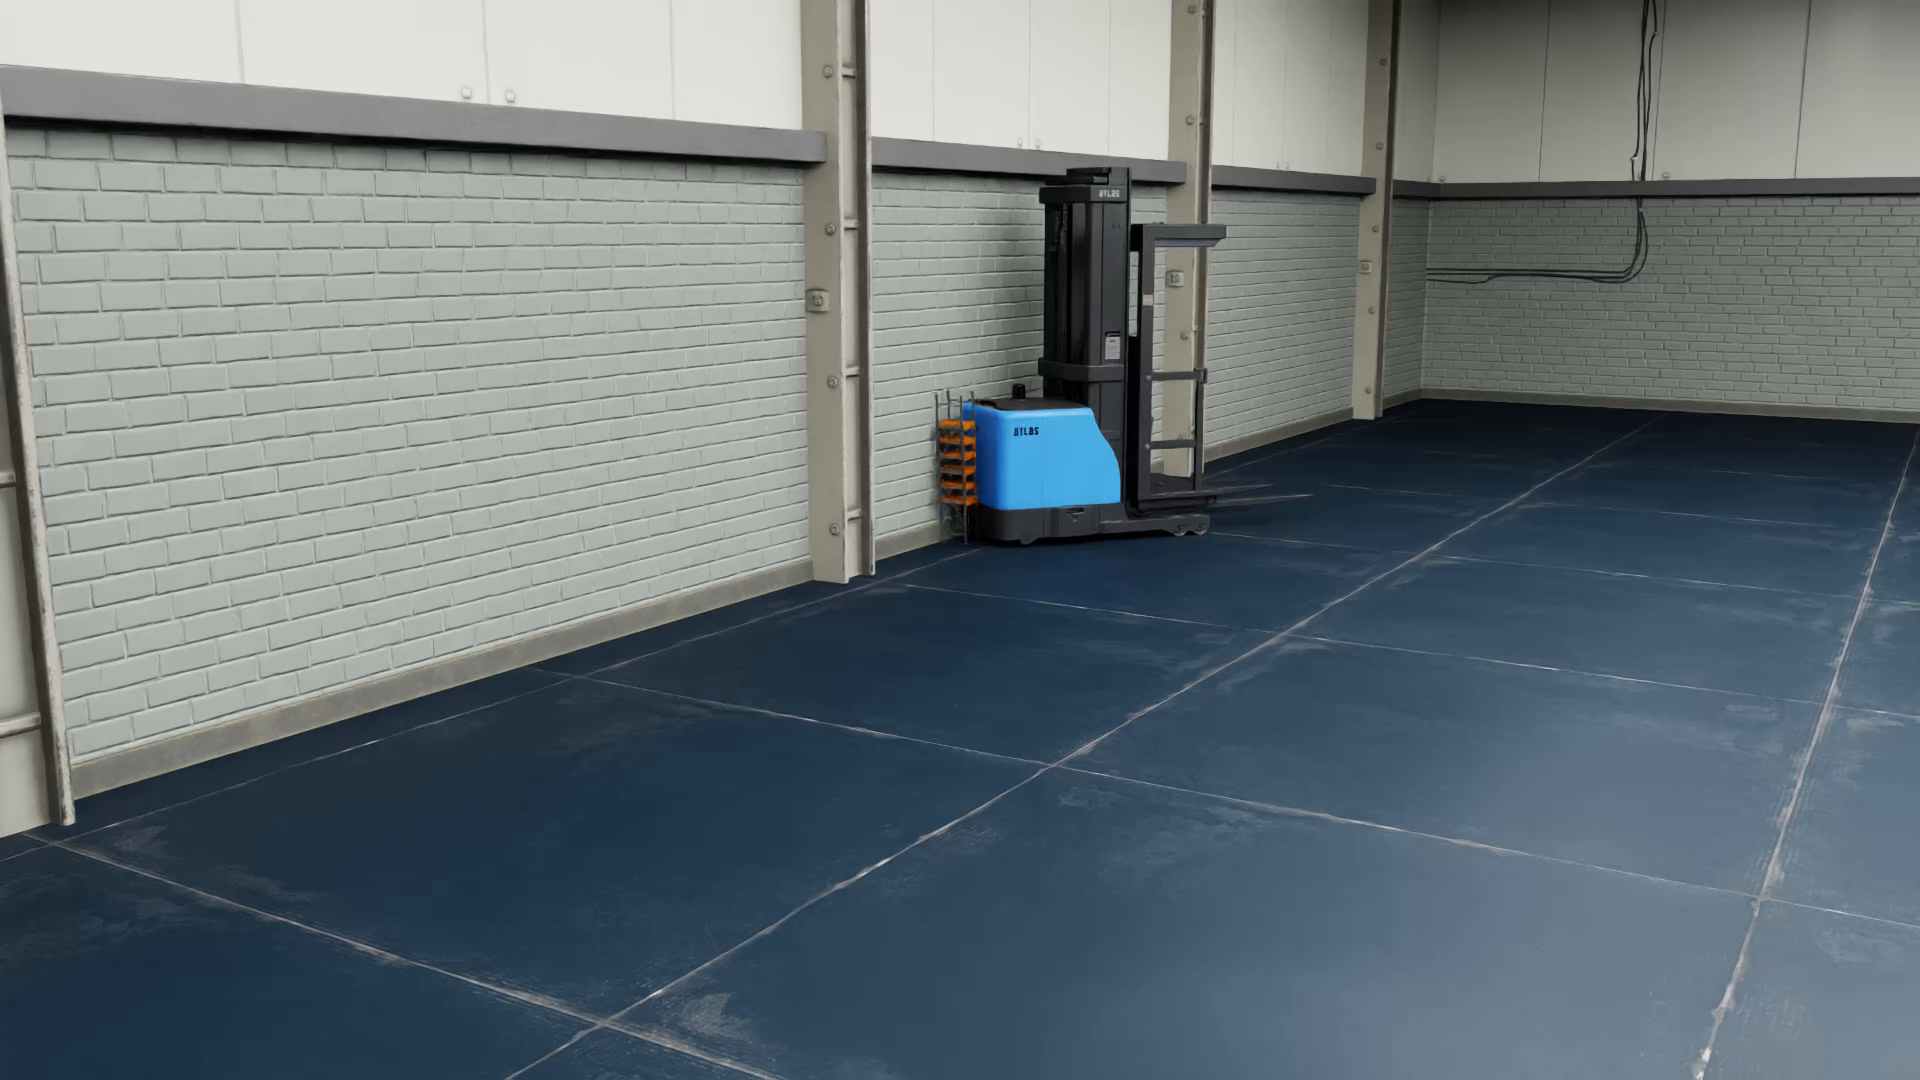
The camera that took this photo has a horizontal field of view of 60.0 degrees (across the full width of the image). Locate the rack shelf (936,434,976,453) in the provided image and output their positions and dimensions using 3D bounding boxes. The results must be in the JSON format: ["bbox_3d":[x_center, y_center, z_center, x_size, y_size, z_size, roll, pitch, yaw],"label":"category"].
[{"bbox_3d":[-0.030,-0.761,13.074,0.258,0.103,0.180,6,17,29],"label":"rack shelf"}]

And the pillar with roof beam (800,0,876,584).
[{"bbox_3d":[2.836,-3.749,8.940,9.100,9.000,0.400,6,12,31],"label":"pillar with roof beam"}]

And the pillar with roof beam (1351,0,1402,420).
[{"bbox_3d":[9.066,-5.636,19.021,9.100,9.000,0.400,6,12,31],"label":"pillar with roof beam"}]

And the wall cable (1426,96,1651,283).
[{"bbox_3d":[8.047,-4.858,23.303,3.097,2.526,0.112,6,12,31],"label":"wall cable"}]

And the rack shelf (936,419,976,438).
[{"bbox_3d":[-0.035,-0.877,13.044,0.258,0.103,0.180,6,17,29],"label":"rack shelf"}]

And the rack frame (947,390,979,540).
[{"bbox_3d":[0.022,-0.593,13.199,0.240,1.200,0.006,6,17,29],"label":"rack frame"}]

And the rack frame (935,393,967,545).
[{"bbox_3d":[-0.068,-0.550,13.046,0.240,1.200,0.006,6,17,29],"label":"rack frame"}]

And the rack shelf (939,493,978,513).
[{"bbox_3d":[-0.013,-0.296,13.194,0.258,0.103,0.180,6,17,29],"label":"rack shelf"}]

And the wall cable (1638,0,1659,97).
[{"bbox_3d":[10.359,-7.082,21.458,3.097,2.526,0.112,6,12,31],"label":"wall cable"}]

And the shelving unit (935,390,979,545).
[{"bbox_3d":[-0.023,-0.571,13.123,0.258,1.200,0.189,6,17,29],"label":"shelving unit"}]

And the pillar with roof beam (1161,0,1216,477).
[{"bbox_3d":[5.951,-4.693,13.980,9.100,9.000,0.400,6,12,31],"label":"pillar with roof beam"}]

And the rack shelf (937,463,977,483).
[{"bbox_3d":[-0.022,-0.528,13.134,0.258,0.103,0.180,6,17,29],"label":"rack shelf"}]

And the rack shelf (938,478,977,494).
[{"bbox_3d":[-0.017,-0.412,13.164,0.258,0.103,0.180,6,17,29],"label":"rack shelf"}]

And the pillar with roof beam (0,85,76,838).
[{"bbox_3d":[-0.279,-2.805,3.899,9.100,9.000,0.400,6,12,31],"label":"pillar with roof beam"}]

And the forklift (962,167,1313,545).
[{"bbox_3d":[1.501,-1.556,13.717,3.031,2.935,1.130,-4,11,-22],"label":"forklift"}]

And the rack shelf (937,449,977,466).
[{"bbox_3d":[-0.026,-0.645,13.104,0.258,0.103,0.180,6,17,29],"label":"rack shelf"}]
